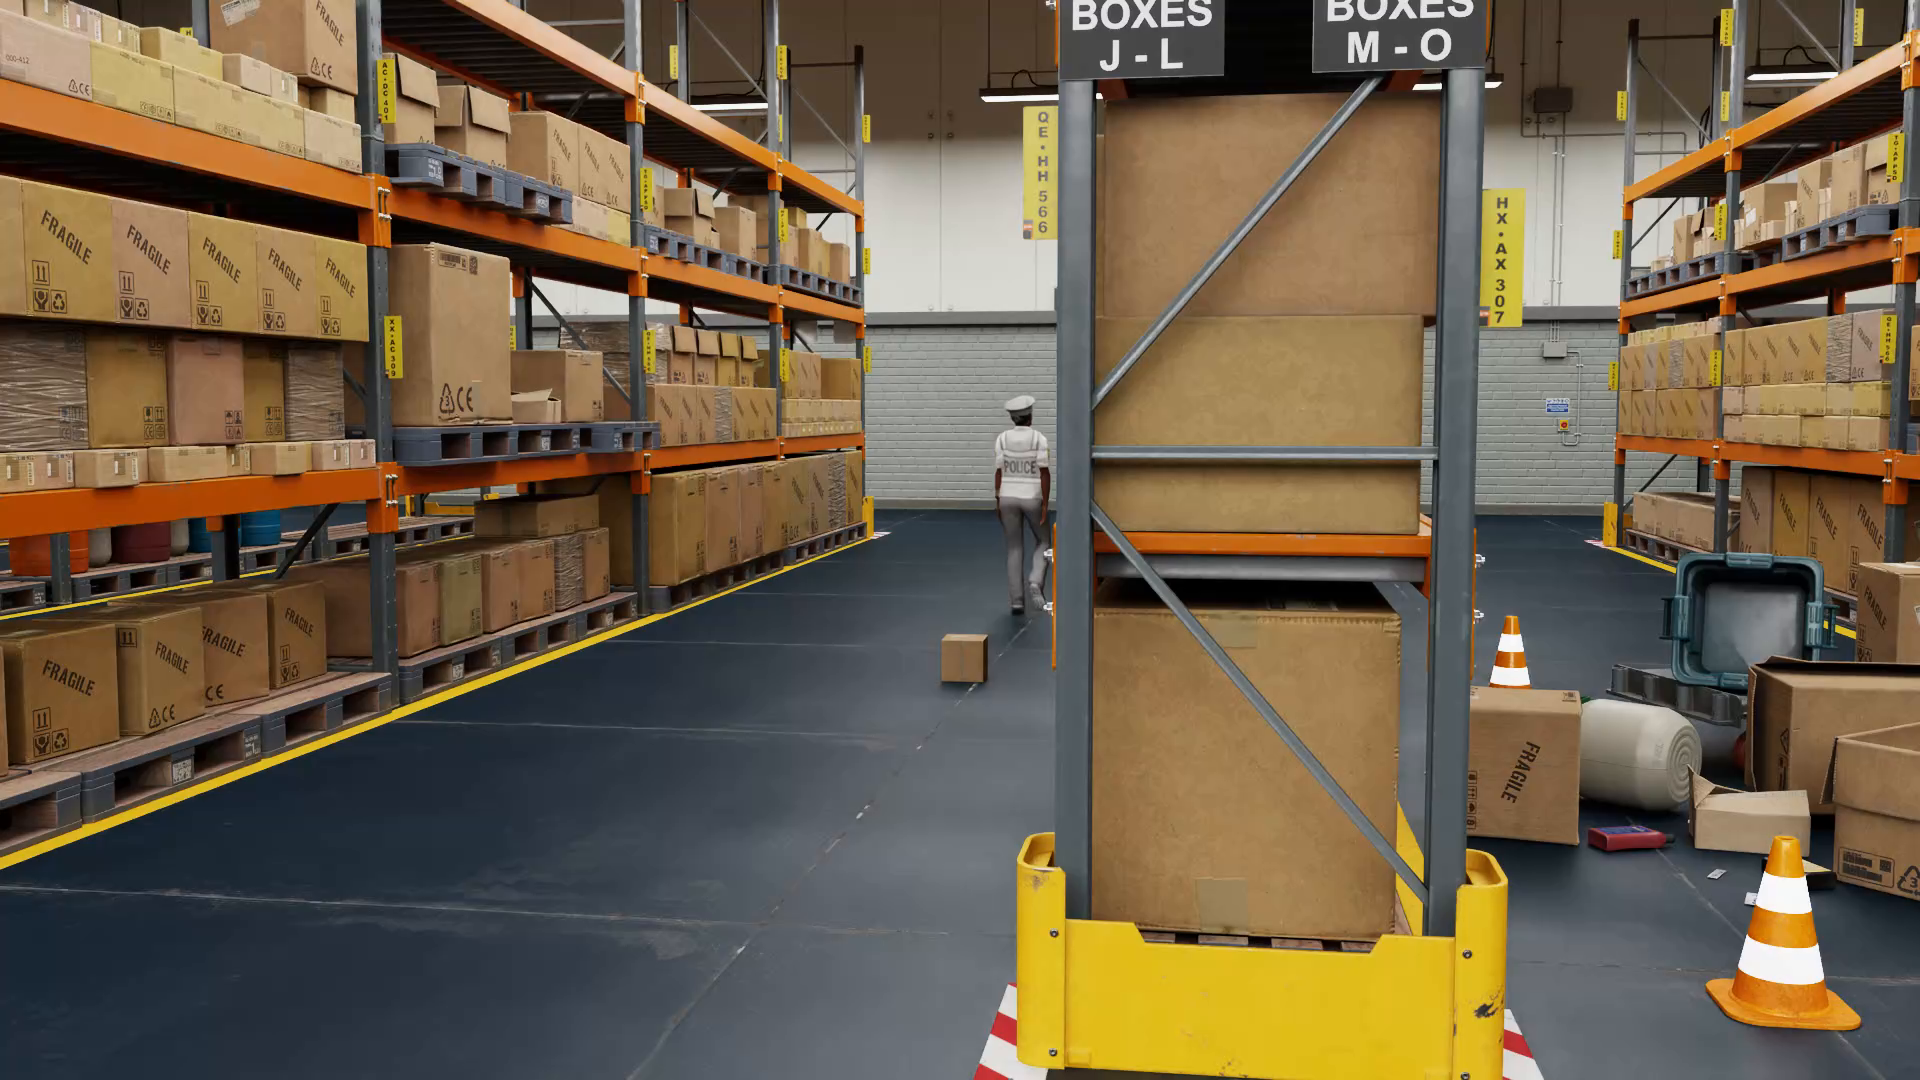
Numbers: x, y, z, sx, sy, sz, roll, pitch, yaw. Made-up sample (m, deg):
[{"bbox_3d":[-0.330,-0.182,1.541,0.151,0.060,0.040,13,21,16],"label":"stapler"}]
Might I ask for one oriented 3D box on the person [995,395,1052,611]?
[{"bbox_3d":[0.507,-0.287,13.132,0.454,1.706,0.431,1,5,11],"label":"person"}]
